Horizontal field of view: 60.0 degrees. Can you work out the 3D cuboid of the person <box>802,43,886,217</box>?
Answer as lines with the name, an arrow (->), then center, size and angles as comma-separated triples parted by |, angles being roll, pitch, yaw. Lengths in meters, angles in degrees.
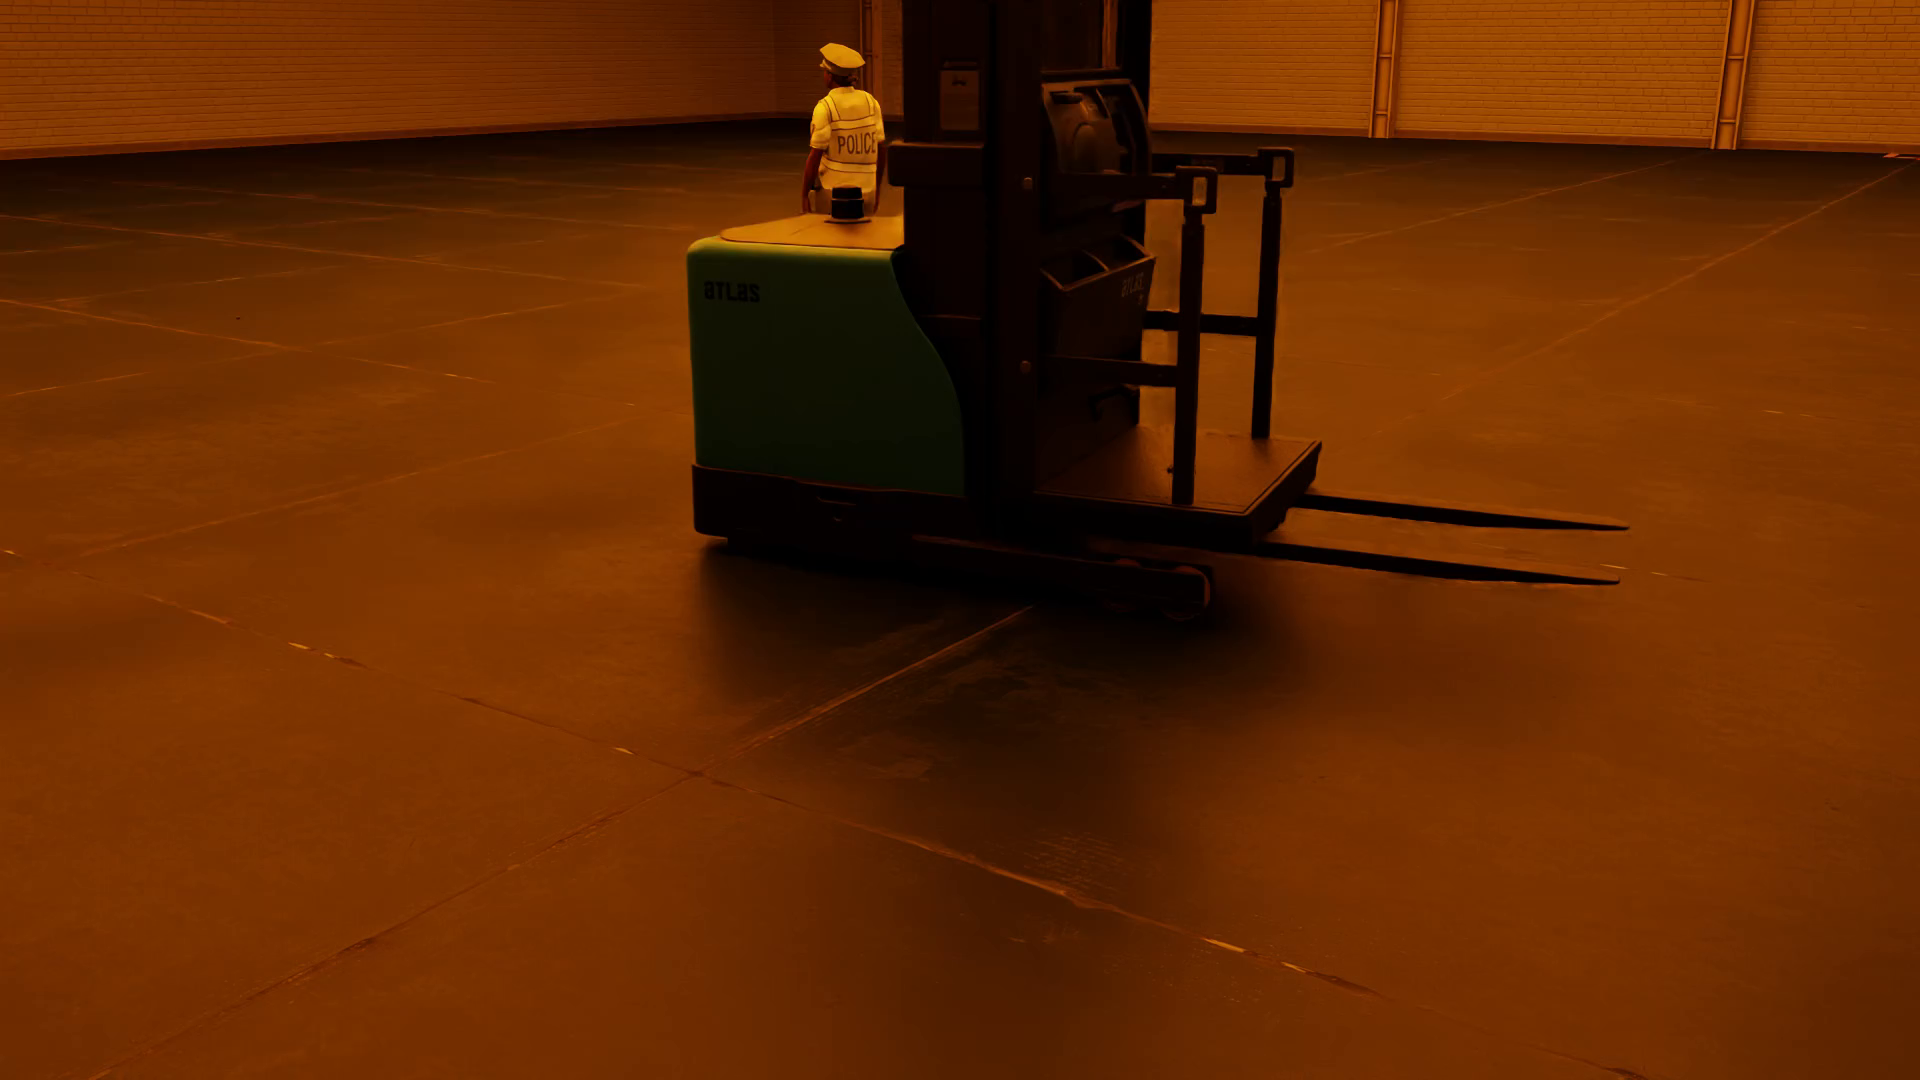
person -> -0.708, -2.074, 9.905 | 0.569, 1.693, 0.530 | -11, 20, -32

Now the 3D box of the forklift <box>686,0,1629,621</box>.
forklift -> 0.630, -1.329, 5.277 | 3.031, 2.935, 1.130 | 7, 18, 22
